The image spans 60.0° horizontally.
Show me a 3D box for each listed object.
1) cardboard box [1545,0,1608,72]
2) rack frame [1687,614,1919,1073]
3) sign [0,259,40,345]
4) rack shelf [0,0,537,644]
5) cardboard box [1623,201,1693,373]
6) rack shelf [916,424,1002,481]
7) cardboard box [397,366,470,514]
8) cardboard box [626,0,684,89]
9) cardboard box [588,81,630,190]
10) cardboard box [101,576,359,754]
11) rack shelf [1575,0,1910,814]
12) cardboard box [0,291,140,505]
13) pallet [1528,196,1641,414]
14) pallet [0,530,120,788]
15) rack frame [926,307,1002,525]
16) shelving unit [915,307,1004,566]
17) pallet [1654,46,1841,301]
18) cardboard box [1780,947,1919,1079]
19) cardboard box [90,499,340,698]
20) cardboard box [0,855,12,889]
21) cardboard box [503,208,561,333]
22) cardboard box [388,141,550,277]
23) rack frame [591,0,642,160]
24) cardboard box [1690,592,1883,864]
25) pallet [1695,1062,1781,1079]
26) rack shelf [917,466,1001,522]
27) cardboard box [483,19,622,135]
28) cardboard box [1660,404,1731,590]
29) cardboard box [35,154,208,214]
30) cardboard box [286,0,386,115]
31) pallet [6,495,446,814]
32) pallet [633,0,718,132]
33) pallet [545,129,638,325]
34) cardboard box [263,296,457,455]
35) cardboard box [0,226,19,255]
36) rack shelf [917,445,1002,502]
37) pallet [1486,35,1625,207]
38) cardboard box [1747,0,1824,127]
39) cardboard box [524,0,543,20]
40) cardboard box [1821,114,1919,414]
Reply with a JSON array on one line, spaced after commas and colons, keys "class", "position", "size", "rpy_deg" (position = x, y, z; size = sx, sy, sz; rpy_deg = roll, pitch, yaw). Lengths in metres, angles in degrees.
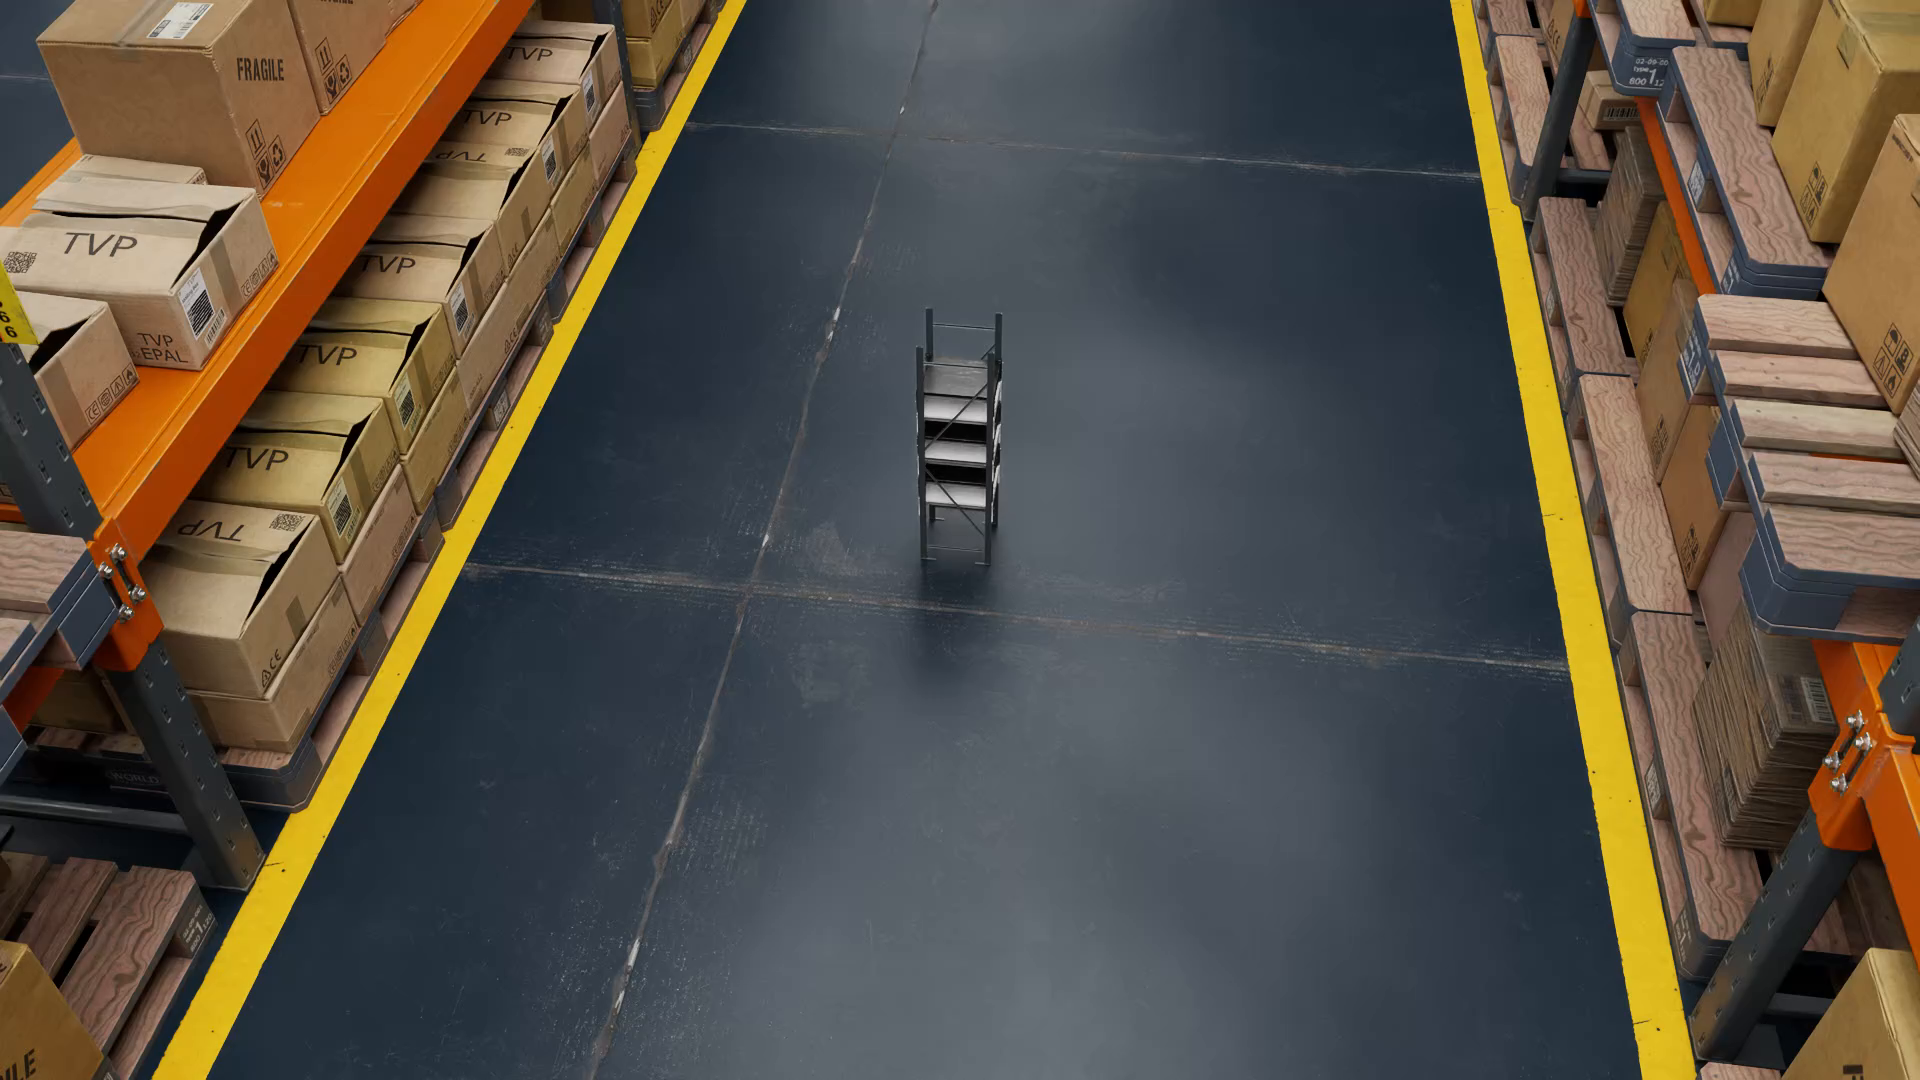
[{"class": "cardboard box", "position": [3.041, -2.420, 7.622], "size": [0.500, 0.500, 0.500], "rpy_deg": [2, 43, 2]}, {"class": "rack frame", "position": [2.414, 0.269, 3.284], "size": [1.000, 3.000, 0.127], "rpy_deg": [5, 44, 6]}, {"class": "sign", "position": [-1.957, -0.527, 3.341], "size": [0.100, 0.325, 0.005], "rpy_deg": [5, 44, 6]}, {"class": "rack shelf", "position": [-2.232, -1.280, 5.444], "size": [1.077, 0.370, 4.000], "rpy_deg": [5, 44, 6]}, {"class": "cardboard box", "position": [2.844, -0.849, 5.963], "size": [0.700, 0.500, 0.500], "rpy_deg": [4, 44, 5]}, {"class": "rack shelf", "position": [-0.001, -0.297, 5.458], "size": [0.258, 0.077, 0.200], "rpy_deg": [5, 44, 6]}, {"class": "cardboard box", "position": [-2.008, -0.360, 5.643], "size": [0.500, 0.250, 0.500], "rpy_deg": [4, 44, 4]}, {"class": "cardboard box", "position": [-1.606, -2.347, 7.742], "size": [0.500, 0.250, 0.500], "rpy_deg": [5, 44, 6]}, {"class": "cardboard box", "position": [-1.735, -1.750, 7.111], "size": [0.500, 0.250, 0.500], "rpy_deg": [5, 44, 5]}, {"class": "cardboard box", "position": [-2.136, 0.337, 4.907], "size": [0.500, 0.250, 0.500], "rpy_deg": [5, 44, 5]}, {"class": "rack shelf", "position": [2.679, -0.833, 4.971], "size": [1.077, 0.370, 4.000], "rpy_deg": [5, 44, 6]}, {"class": "cardboard box", "position": [-2.405, -0.390, 4.045], "size": [0.500, 0.311, 0.500], "rpy_deg": [8, 44, 8]}, {"class": "pallet", "position": [2.842, -0.914, 6.561], "size": [1.003, 0.211, 1.213], "rpy_deg": [5, 44, 6]}, {"class": "pallet", "position": [-2.516, 0.360, 3.328], "size": [1.213, 0.211, 1.003], "rpy_deg": [5, 44, 6]}, {"class": "rack frame", "position": [0.012, -0.391, 5.508], "size": [0.240, 0.900, 0.006], "rpy_deg": [5, 44, 6]}, {"class": "shelving unit", "position": [-0.001, -0.321, 5.435], "size": [0.258, 0.900, 0.210], "rpy_deg": [5, 44, 6]}, {"class": "pallet", "position": [2.635, -1.014, 4.779], "size": [1.003, 0.211, 1.213], "rpy_deg": [5, 44, 6]}, {"class": "cardboard box", "position": [2.187, 1.387, 3.362], "size": [0.750, 0.750, 0.750], "rpy_deg": [5, 44, 5]}, {"class": "cardboard box", "position": [-2.136, 0.134, 4.714], "size": [0.500, 0.311, 0.500], "rpy_deg": [7, 44, 7]}, {"class": "cardboard box", "position": [-2.840, 0.854, 4.165], "size": [0.500, 0.500, 0.500], "rpy_deg": [7, 44, 7]}, {"class": "cardboard box", "position": [-1.871, -1.056, 6.378], "size": [0.500, 0.250, 0.500], "rpy_deg": [6, 44, 6]}, {"class": "cardboard box", "position": [-1.868, -1.265, 6.191], "size": [0.500, 0.311, 0.500], "rpy_deg": [5, 44, 5]}, {"class": "rack frame", "position": [-1.968, -2.905, 6.636], "size": [1.000, 3.000, 0.127], "rpy_deg": [5, 44, 6]}, {"class": "cardboard box", "position": [2.458, 0.522, 4.515], "size": [0.700, 0.500, 0.500], "rpy_deg": [6, 44, 6]}, {"class": "pallet", "position": [2.235, 1.812, 3.682], "size": [1.003, 0.211, 1.213], "rpy_deg": [5, 44, 6]}, {"class": "rack shelf", "position": [-0.001, -0.166, 5.581], "size": [0.258, 0.077, 0.200], "rpy_deg": [5, 44, 6]}, {"class": "cardboard box", "position": [-1.737, -1.960, 6.925], "size": [0.500, 0.311, 0.500], "rpy_deg": [5, 44, 6]}, {"class": "cardboard box", "position": [2.679, -0.160, 5.235], "size": [0.700, 0.500, 0.500], "rpy_deg": [5, 44, 5]}, {"class": "cardboard box", "position": [-2.384, -0.961, 4.766], "size": [0.380, 0.149, 0.250], "rpy_deg": [8, 44, 9]}, {"class": "cardboard box", "position": [-2.221, -1.719, 5.311], "size": [0.500, 0.500, 0.500], "rpy_deg": [5, 44, 6]}, {"class": "pallet", "position": [-2.349, 0.277, 5.304], "size": [1.003, 0.211, 1.213], "rpy_deg": [5, 44, 6]}, {"class": "pallet", "position": [-1.821, -2.430, 8.163], "size": [1.003, 0.211, 1.213], "rpy_deg": [5, 44, 6]}, {"class": "pallet", "position": [-2.026, -1.386, 7.061], "size": [1.003, 0.211, 1.213], "rpy_deg": [5, 44, 6]}, {"class": "cardboard box", "position": [-2.005, -0.573, 5.460], "size": [0.500, 0.311, 0.500], "rpy_deg": [4, 44, 4]}, {"class": "cardboard box", "position": [-2.651, -0.725, 4.517], "size": [0.380, 0.149, 0.250], "rpy_deg": [5, 44, 6]}, {"class": "rack shelf", "position": [-0.001, -0.232, 5.520], "size": [0.258, 0.077, 0.200], "rpy_deg": [5, 44, 6]}, {"class": "pallet", "position": [2.997, -1.905, 7.609], "size": [1.003, 0.211, 1.213], "rpy_deg": [5, 44, 6]}, {"class": "cardboard box", "position": [2.705, -1.477, 4.736], "size": [0.700, 0.500, 0.500], "rpy_deg": [11, 45, 11]}, {"class": "cardboard box", "position": [-2.123, -2.394, 7.792], "size": [0.500, 0.250, 0.500], "rpy_deg": [5, 44, 6]}, {"class": "cardboard box", "position": [2.514, -0.631, 3.842], "size": [0.700, 0.500, 0.500], "rpy_deg": [1, 43, 2]}]
